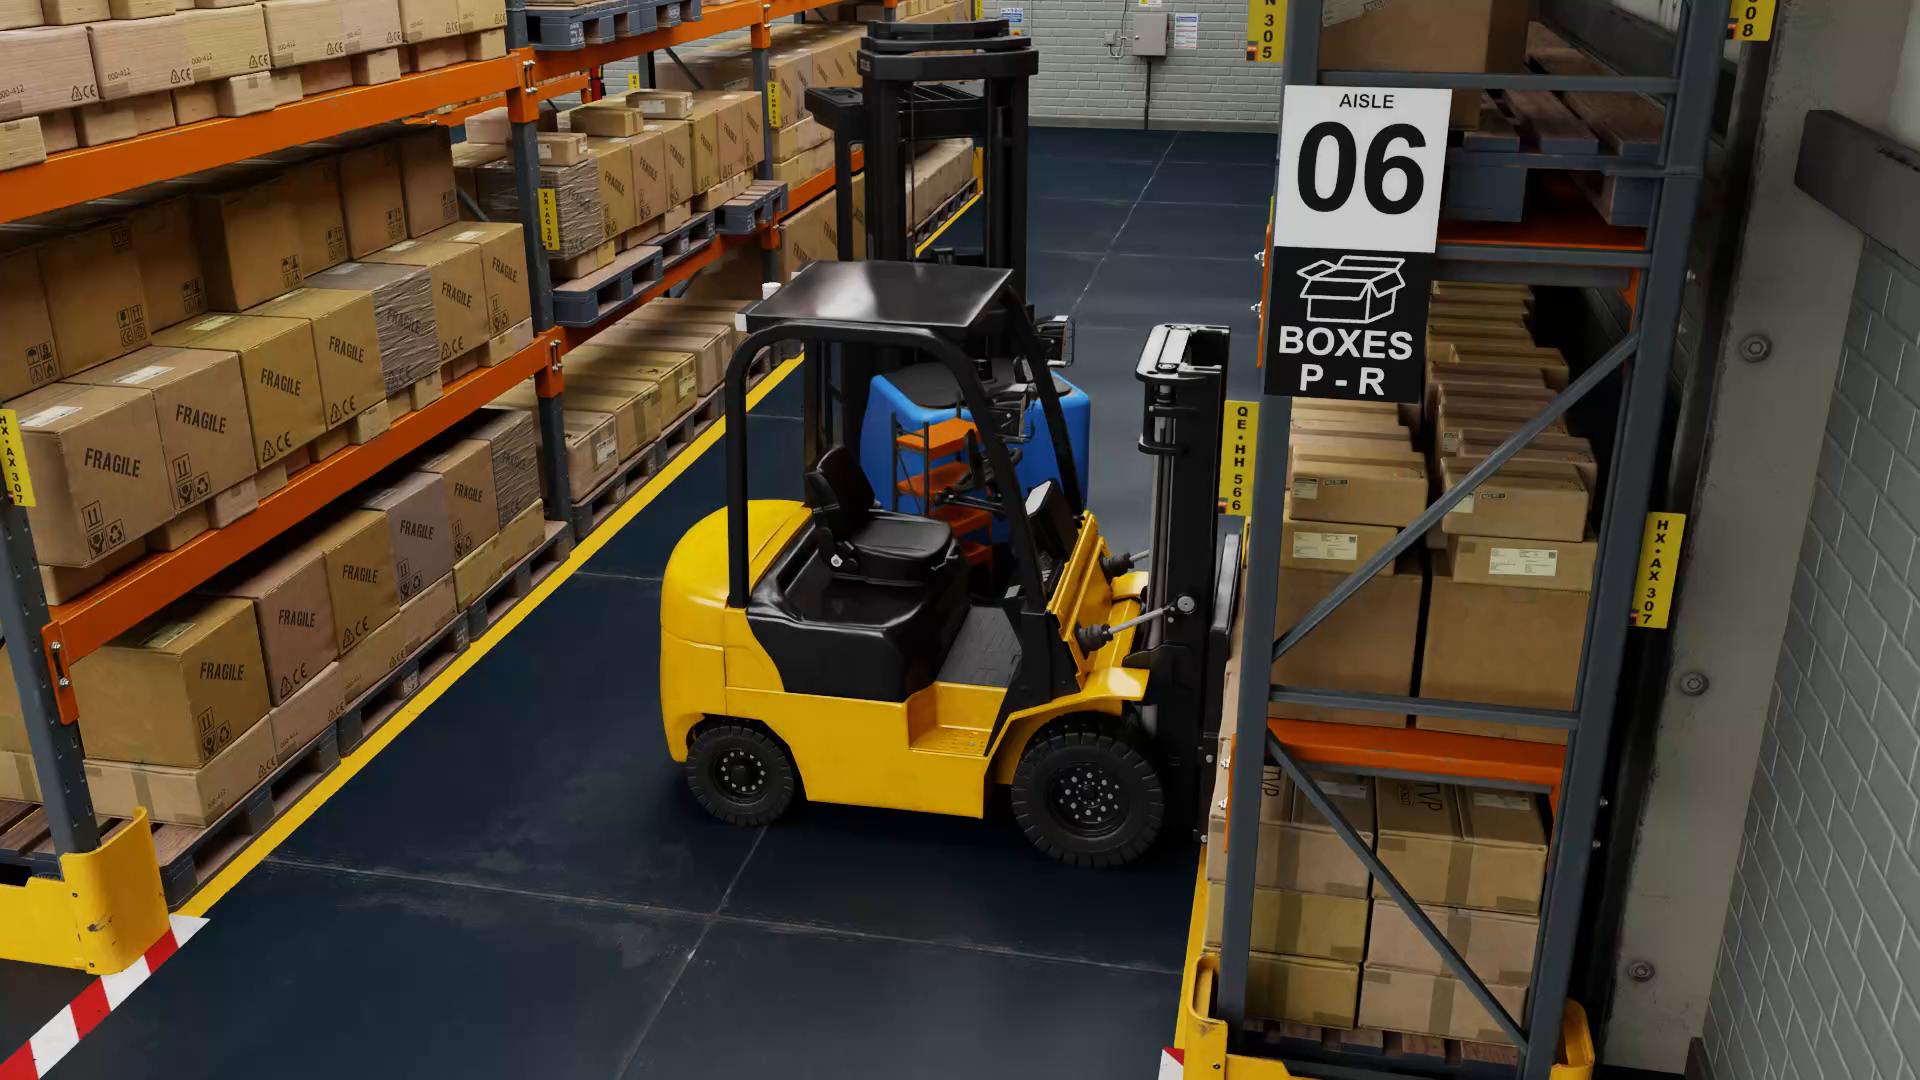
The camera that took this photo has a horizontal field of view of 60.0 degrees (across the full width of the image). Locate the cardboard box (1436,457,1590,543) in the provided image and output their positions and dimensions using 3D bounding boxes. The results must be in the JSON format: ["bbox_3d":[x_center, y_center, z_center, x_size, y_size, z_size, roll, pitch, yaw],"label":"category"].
[{"bbox_3d":[1.566,-0.118,4.731,0.380,0.149,0.250,4,22,10],"label":"cardboard box"}]

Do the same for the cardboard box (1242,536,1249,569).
[{"bbox_3d":[1.494,0.150,7.246,0.500,0.250,0.500,5,23,13],"label":"cardboard box"}]

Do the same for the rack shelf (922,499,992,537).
[{"bbox_3d":[-0.085,-0.053,8.559,0.258,0.148,0.480,18,28,38],"label":"rack shelf"}]

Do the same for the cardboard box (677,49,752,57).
[{"bbox_3d":[-1.993,-3.736,13.644,0.500,0.500,0.500,5,22,12],"label":"cardboard box"}]

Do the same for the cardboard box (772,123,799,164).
[{"bbox_3d":[-1.594,-3.158,13.211,0.500,0.250,0.500,4,22,11],"label":"cardboard box"}]

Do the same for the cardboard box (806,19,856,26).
[{"bbox_3d":[-1.297,-4.996,16.770,0.500,0.500,0.500,4,22,10],"label":"cardboard box"}]

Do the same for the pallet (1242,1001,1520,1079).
[{"bbox_3d":[1.403,1.484,5.885,1.003,0.211,1.213,4,22,11],"label":"pallet"}]

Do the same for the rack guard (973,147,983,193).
[{"bbox_3d":[-0.302,-4.604,20.616,1.175,0.500,0.348,4,22,11],"label":"rack guard"}]

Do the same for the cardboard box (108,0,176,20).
[{"bbox_3d":[-3.028,-1.929,5.881,0.380,0.149,0.250,4,22,11],"label":"cardboard box"}]

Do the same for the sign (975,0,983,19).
[{"bbox_3d":[0.222,-6.355,19.751,0.100,0.325,0.005,4,22,11],"label":"sign"}]

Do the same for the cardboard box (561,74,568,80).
[{"bbox_3d":[-5.051,-5.750,20.451,0.380,0.149,0.250,4,22,11],"label":"cardboard box"}]

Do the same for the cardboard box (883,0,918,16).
[{"bbox_3d":[-0.646,-5.476,17.096,0.380,0.149,0.250,4,22,11],"label":"cardboard box"}]

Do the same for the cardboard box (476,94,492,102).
[{"bbox_3d":[-5.452,-4.982,18.545,0.380,0.149,0.250,5,22,12],"label":"cardboard box"}]

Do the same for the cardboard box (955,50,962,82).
[{"bbox_3d":[-0.263,-5.422,19.168,0.500,0.500,0.500,4,22,10],"label":"cardboard box"}]

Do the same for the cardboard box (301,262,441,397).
[{"bbox_3d":[-2.802,-0.990,7.765,0.500,0.500,0.500,5,22,12],"label":"cardboard box"}]

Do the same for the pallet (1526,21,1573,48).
[{"bbox_3d":[1.956,-2.025,6.971,1.003,0.211,1.213,4,22,11],"label":"pallet"}]

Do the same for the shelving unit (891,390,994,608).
[{"bbox_3d":[-0.085,-0.115,8.534,0.258,1.200,0.503,18,28,38],"label":"shelving unit"}]

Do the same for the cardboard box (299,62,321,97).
[{"bbox_3d":[-2.930,-1.944,6.987,0.380,0.149,0.250,4,22,10],"label":"cardboard box"}]

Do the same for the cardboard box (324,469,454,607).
[{"bbox_3d":[-2.819,-0.024,8.012,0.500,0.500,0.500,6,23,14],"label":"cardboard box"}]

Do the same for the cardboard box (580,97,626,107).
[{"bbox_3d":[-2.357,-2.870,11.871,0.500,0.500,0.500,6,23,14],"label":"cardboard box"}]

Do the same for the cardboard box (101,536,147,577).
[{"bbox_3d":[-3.262,0.011,6.146,0.380,0.149,0.250,5,22,12],"label":"cardboard box"}]

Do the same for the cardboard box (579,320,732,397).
[{"bbox_3d":[-2.207,-1.328,12.092,0.950,0.372,0.625,4,22,10],"label":"cardboard box"}]

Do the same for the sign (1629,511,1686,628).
[{"bbox_3d":[1.830,0.080,4.375,0.100,0.325,0.005,4,22,11],"label":"sign"}]

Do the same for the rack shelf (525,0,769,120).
[{"bbox_3d":[-2.347,-3.155,10.620,1.077,0.370,4.000,4,22,11],"label":"rack shelf"}]

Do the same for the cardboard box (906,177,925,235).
[{"bbox_3d":[-0.890,-3.520,17.445,0.875,0.438,0.875,4,22,10],"label":"cardboard box"}]

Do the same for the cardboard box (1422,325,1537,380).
[{"bbox_3d":[1.910,-0.681,6.130,0.380,0.149,0.250,5,22,11],"label":"cardboard box"}]

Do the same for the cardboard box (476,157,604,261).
[{"bbox_3d":[-2.379,-1.895,9.449,0.500,0.500,0.500,5,22,12],"label":"cardboard box"}]

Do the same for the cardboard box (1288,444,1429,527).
[{"bbox_3d":[1.155,-0.158,4.832,0.380,0.149,0.250,5,22,11],"label":"cardboard box"}]

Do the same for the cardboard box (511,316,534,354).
[{"bbox_3d":[-2.523,-1.109,8.928,0.380,0.149,0.250,4,22,10],"label":"cardboard box"}]

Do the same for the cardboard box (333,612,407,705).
[{"bbox_3d":[-2.926,0.517,7.673,0.500,0.250,0.500,6,23,15],"label":"cardboard box"}]

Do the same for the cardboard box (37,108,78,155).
[{"bbox_3d":[-3.220,-1.377,5.580,0.380,0.149,0.250,4,22,9],"label":"cardboard box"}]

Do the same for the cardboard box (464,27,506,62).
[{"bbox_3d":[-2.521,-2.502,8.372,0.380,0.149,0.250,5,22,11],"label":"cardboard box"}]

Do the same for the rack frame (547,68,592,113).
[{"bbox_3d":[-5.173,-6.095,20.972,1.000,3.000,0.127,4,22,11],"label":"rack frame"}]

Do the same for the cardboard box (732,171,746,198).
[{"bbox_3d":[-1.767,-2.570,11.994,0.380,0.149,0.250,4,22,10],"label":"cardboard box"}]

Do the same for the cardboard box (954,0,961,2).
[{"bbox_3d":[-0.183,-6.224,18.951,0.380,0.149,0.250,4,22,10],"label":"cardboard box"}]

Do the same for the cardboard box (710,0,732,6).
[{"bbox_3d":[-1.841,-3.881,11.796,0.380,0.149,0.250,4,22,11],"label":"cardboard box"}]

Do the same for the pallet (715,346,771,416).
[{"bbox_3d":[-2.100,-1.250,12.674,1.003,0.211,1.213,4,22,11],"label":"pallet"}]

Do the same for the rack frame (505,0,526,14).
[{"bbox_3d":[-2.755,-4.149,8.110,1.000,3.000,0.127,4,22,11],"label":"rack frame"}]

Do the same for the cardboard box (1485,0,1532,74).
[{"bbox_3d":[1.447,-1.753,5.345,0.700,0.500,0.500,5,22,11],"label":"cardboard box"}]

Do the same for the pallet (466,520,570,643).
[{"bbox_3d":[-2.858,0.176,9.135,1.003,0.211,1.213,4,22,11],"label":"pallet"}]

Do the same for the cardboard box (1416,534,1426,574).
[{"bbox_3d":[1.746,0.075,5.518,0.500,0.500,0.500,5,23,13],"label":"cardboard box"}]

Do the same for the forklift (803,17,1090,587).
[{"bbox_3d":[-0.259,-1.596,9.892,1.130,2.935,3.031,-8,23,-18],"label":"forklift"}]

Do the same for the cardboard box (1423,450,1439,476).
[{"bbox_3d":[1.658,-0.165,5.246,0.380,0.149,0.250,4,22,10],"label":"cardboard box"}]

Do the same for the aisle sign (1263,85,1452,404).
[{"bbox_3d":[0.987,-0.730,4.172,0.394,0.787,0.004,4,22,11],"label":"aisle sign"}]

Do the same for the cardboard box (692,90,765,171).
[{"bbox_3d":[-1.760,-3.021,12.245,0.500,0.500,0.500,4,22,9],"label":"cardboard box"}]

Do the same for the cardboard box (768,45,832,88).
[{"bbox_3d":[-1.387,-3.871,13.978,0.500,0.500,0.500,5,22,12],"label":"cardboard box"}]

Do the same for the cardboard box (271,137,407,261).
[{"bbox_3d":[-3.183,-1.685,8.151,0.700,0.500,0.500,5,22,11],"label":"cardboard box"}]

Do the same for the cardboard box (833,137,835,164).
[{"bbox_3d":[-1.296,-3.480,14.681,0.500,0.250,0.500,4,22,11],"label":"cardboard box"}]

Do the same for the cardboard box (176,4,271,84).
[{"bbox_3d":[-3.015,-1.901,6.346,0.500,0.250,0.500,5,22,12],"label":"cardboard box"}]

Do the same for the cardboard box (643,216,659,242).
[{"bbox_3d":[-2.145,-2.004,10.588,0.380,0.149,0.250,5,22,11],"label":"cardboard box"}]

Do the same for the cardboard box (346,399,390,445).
[{"bbox_3d":[-2.825,-0.549,7.537,0.380,0.149,0.250,5,22,11],"label":"cardboard box"}]

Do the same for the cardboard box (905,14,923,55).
[{"bbox_3d":[-0.680,-5.142,17.133,0.500,0.500,0.500,4,22,10],"label":"cardboard box"}]
